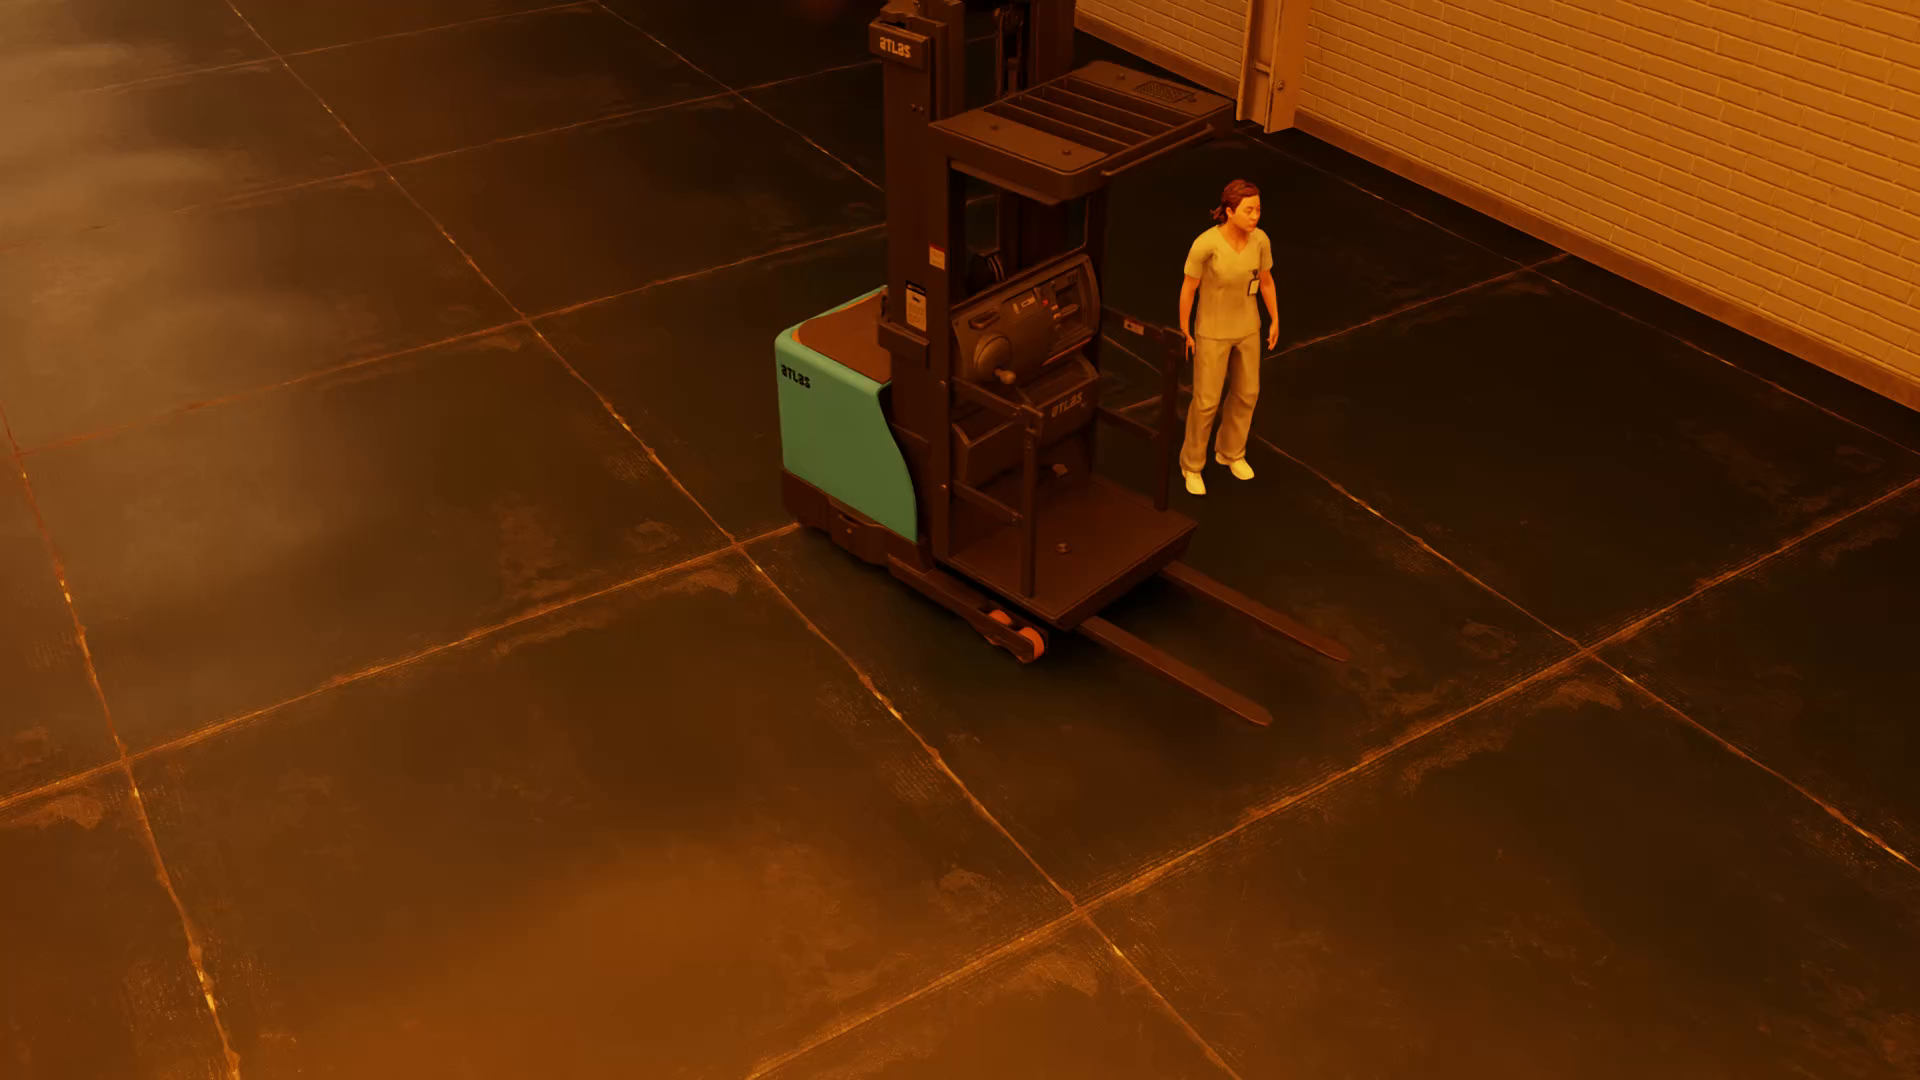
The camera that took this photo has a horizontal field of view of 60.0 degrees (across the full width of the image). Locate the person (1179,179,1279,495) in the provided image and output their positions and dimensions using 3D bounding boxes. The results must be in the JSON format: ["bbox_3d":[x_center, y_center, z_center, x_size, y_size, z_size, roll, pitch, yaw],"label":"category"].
[{"bbox_3d":[1.430,-1.076,8.774,0.558,1.674,0.466,-12,37,-17],"label":"person"}]

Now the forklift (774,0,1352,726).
[{"bbox_3d":[0.463,-0.958,7.510,3.031,2.935,1.130,29,44,35],"label":"forklift"}]
